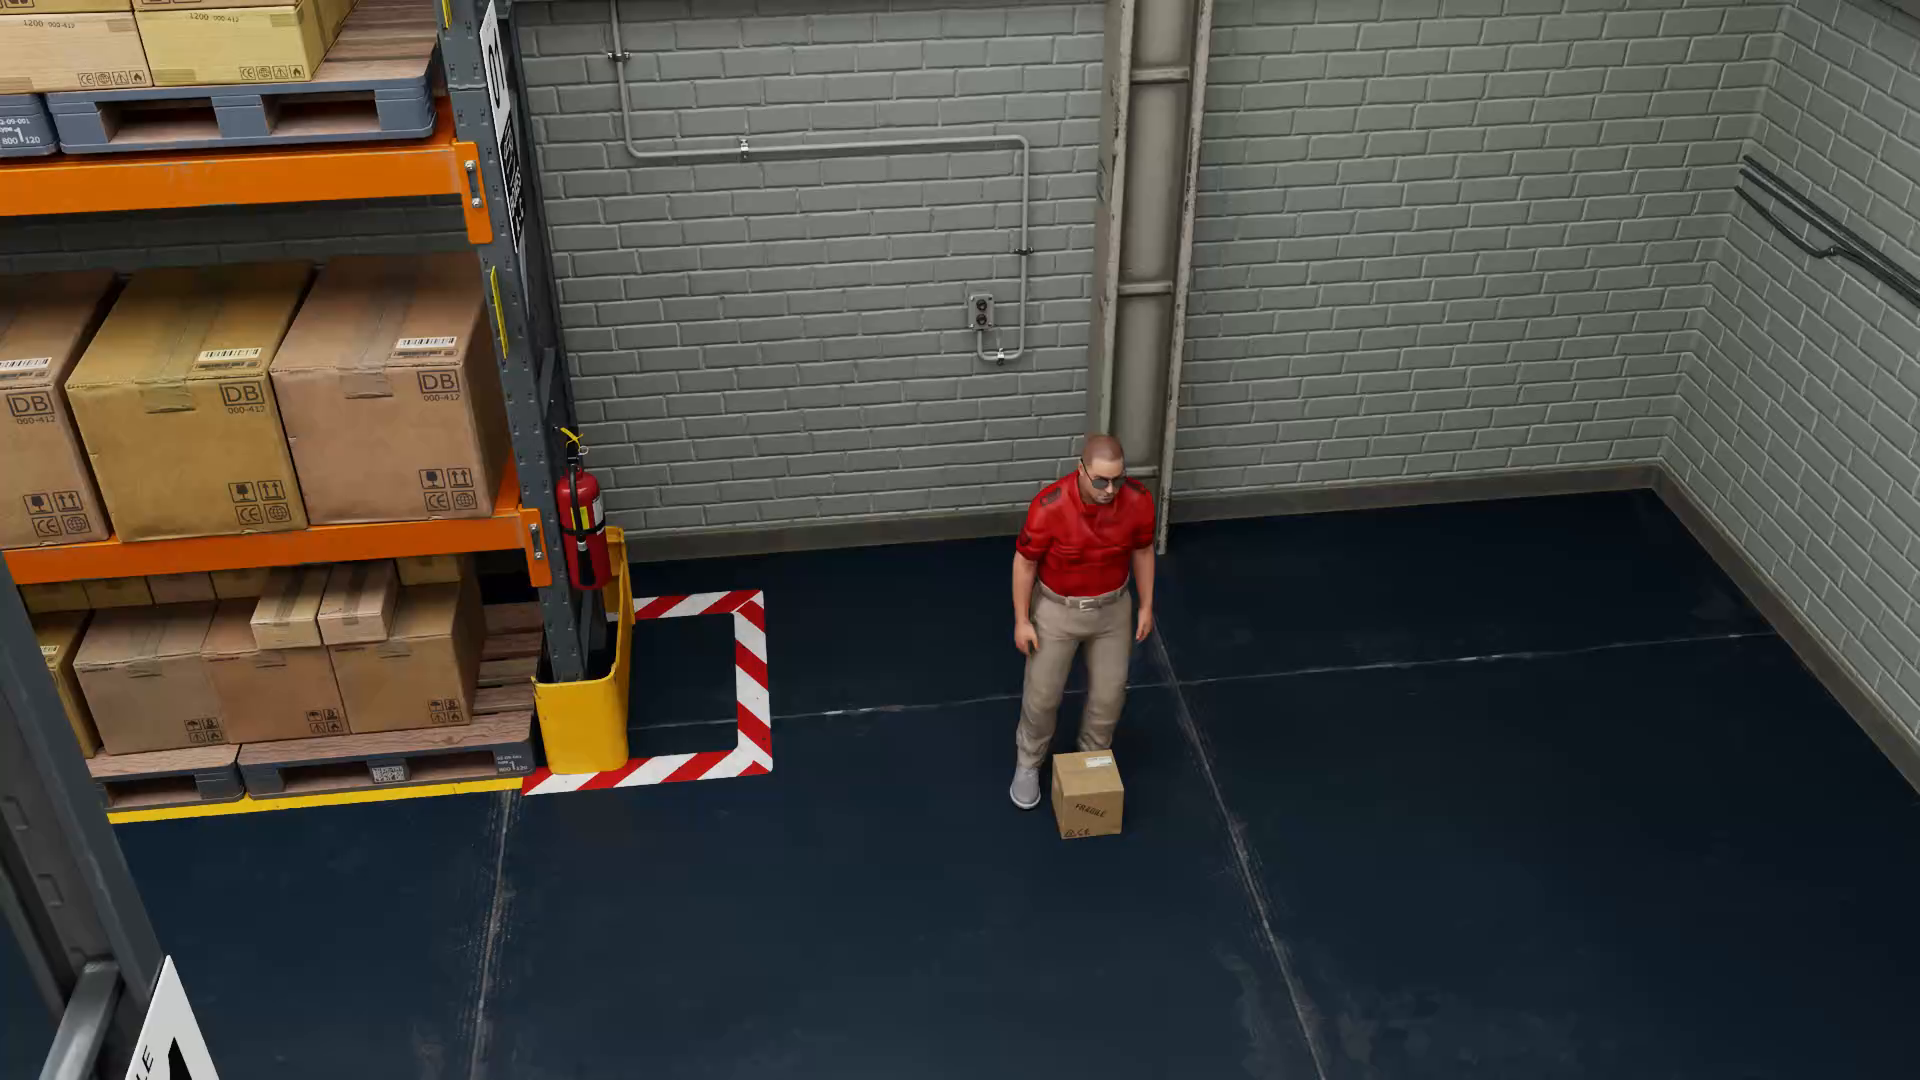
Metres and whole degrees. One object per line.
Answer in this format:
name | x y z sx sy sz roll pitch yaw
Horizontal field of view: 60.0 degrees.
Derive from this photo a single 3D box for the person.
person | 0.498 0.317 6.696 0.606 1.726 0.435 -6 35 -9
